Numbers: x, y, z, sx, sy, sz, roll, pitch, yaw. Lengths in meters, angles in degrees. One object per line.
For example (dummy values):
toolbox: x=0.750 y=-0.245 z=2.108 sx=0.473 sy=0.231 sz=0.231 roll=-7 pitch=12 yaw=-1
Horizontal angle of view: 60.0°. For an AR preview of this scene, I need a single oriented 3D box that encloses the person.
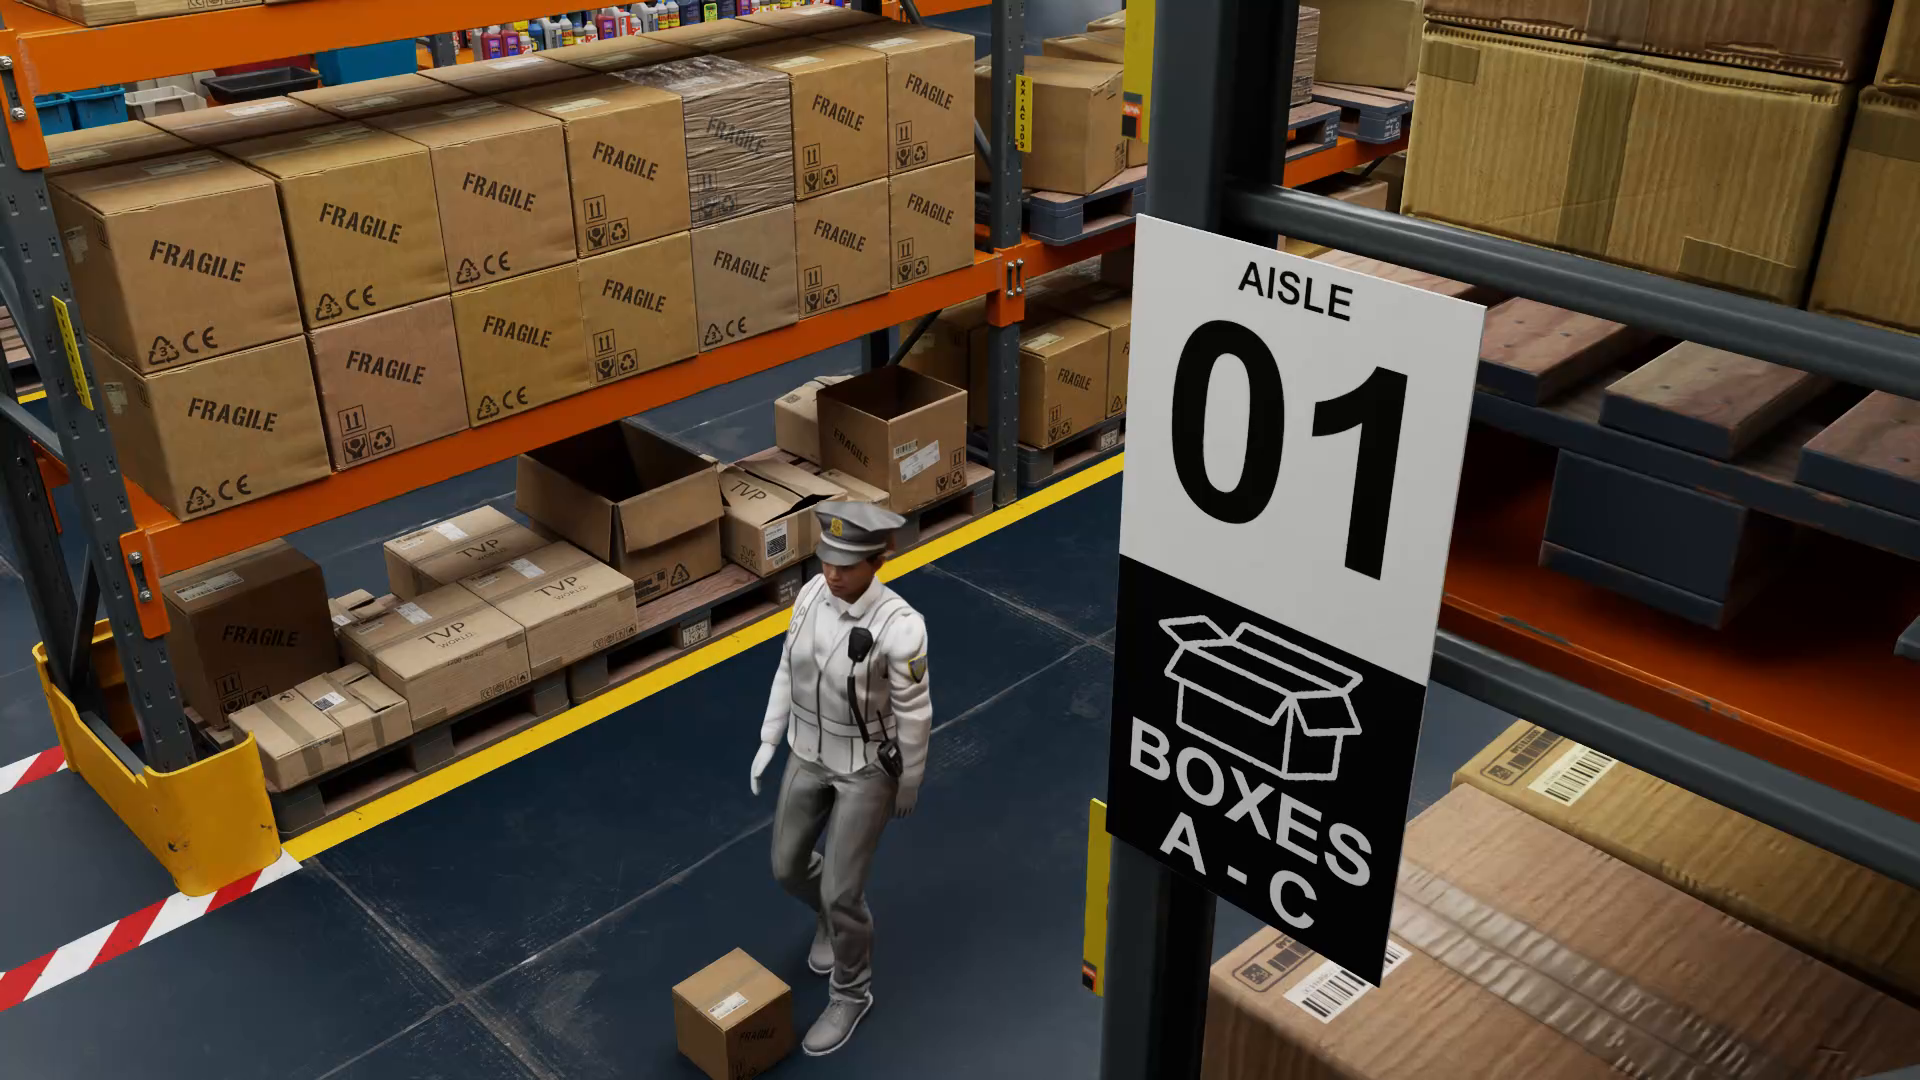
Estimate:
person: x=-0.385 y=0.679 z=4.861 sx=0.518 sy=1.665 sz=0.565 roll=18 pitch=33 yaw=30
